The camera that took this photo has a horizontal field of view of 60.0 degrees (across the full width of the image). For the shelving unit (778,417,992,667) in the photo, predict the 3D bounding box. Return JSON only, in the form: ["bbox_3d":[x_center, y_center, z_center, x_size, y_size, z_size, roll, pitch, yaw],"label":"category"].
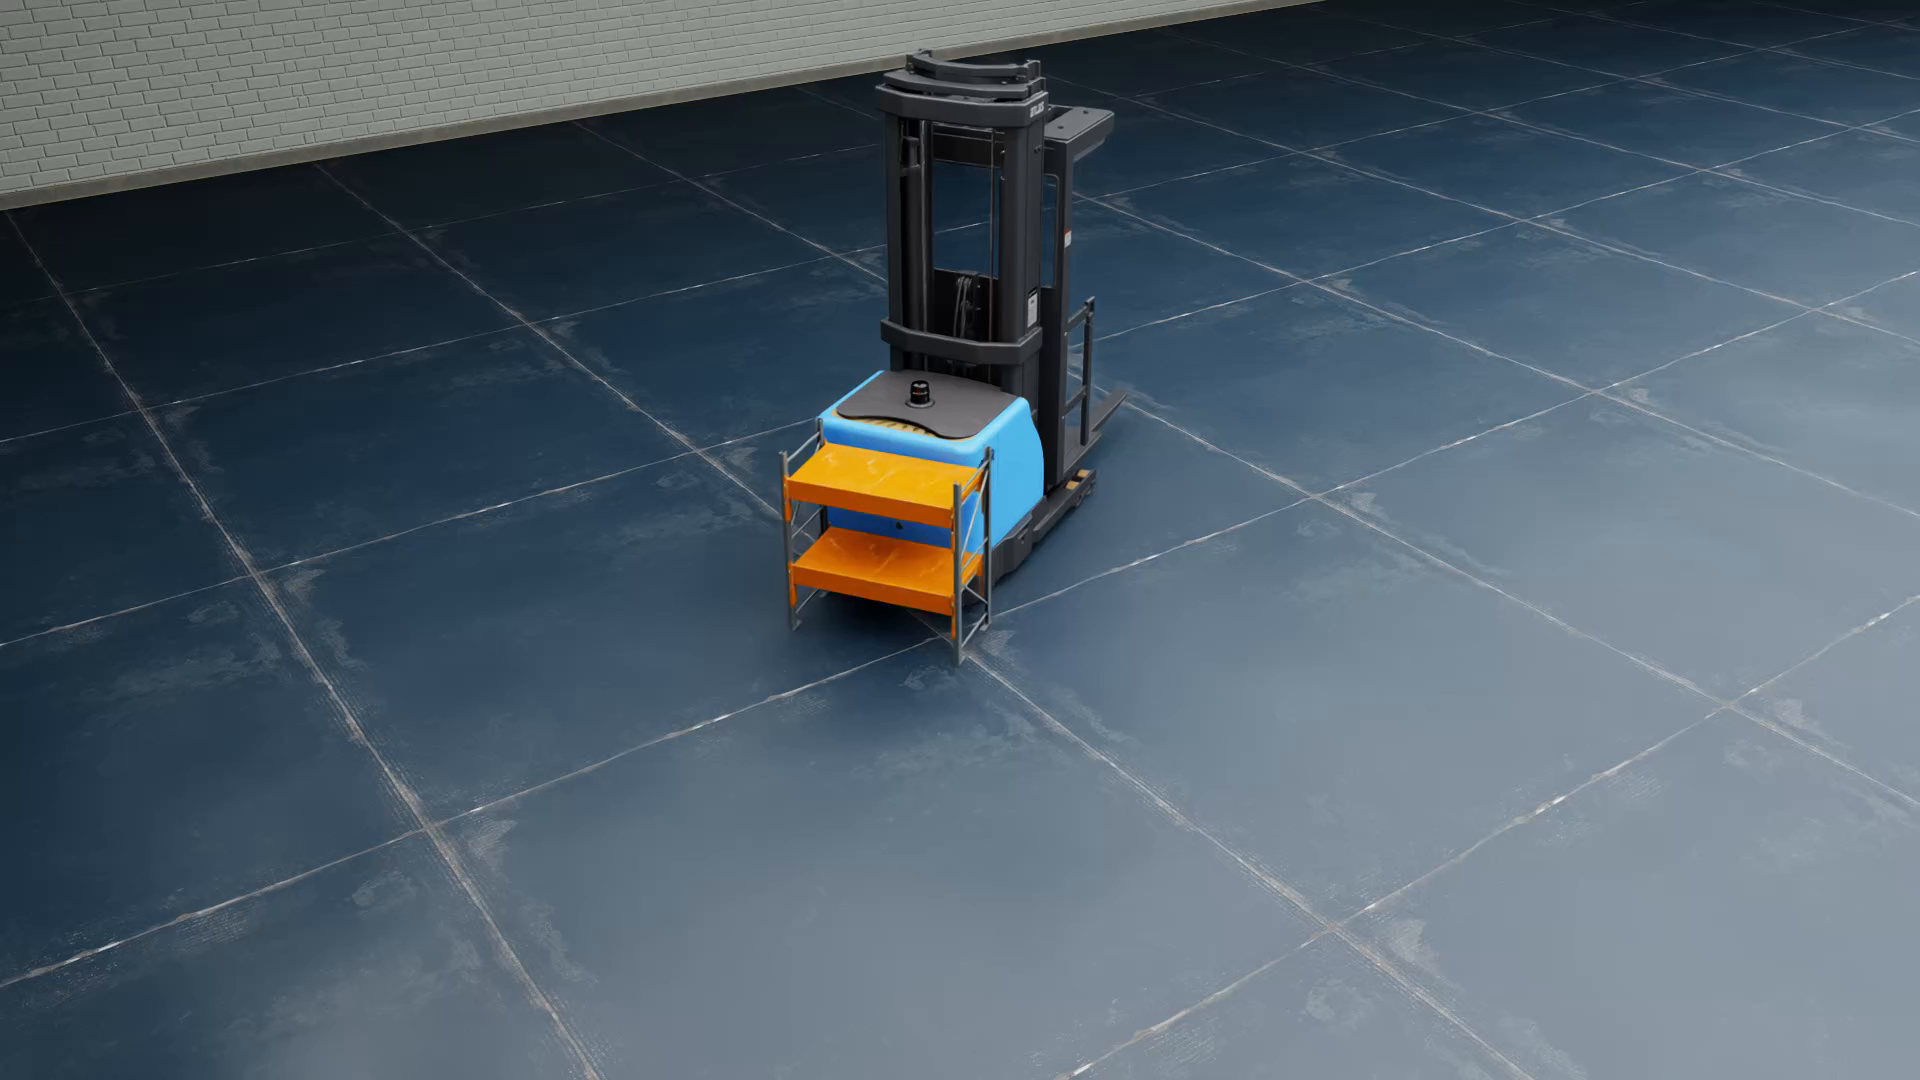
[{"bbox_3d":[-0.402,0.003,9.289,1.048,1.125,0.538,11,31,19],"label":"shelving unit"}]

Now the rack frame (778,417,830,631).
[{"bbox_3d":[-0.876,-0.085,9.452,0.032,1.125,0.500,11,31,19],"label":"rack frame"}]

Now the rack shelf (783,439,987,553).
[{"bbox_3d":[-0.403,-0.253,9.148,1.000,0.278,0.538,11,31,19],"label":"rack shelf"}]

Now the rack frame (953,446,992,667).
[{"bbox_3d":[0.071,0.092,9.125,0.032,1.125,0.500,11,31,19],"label":"rack frame"}]

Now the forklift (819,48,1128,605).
[{"bbox_3d":[0.253,-1.590,10.333,1.130,2.935,3.031,13,31,22],"label":"forklift"}]

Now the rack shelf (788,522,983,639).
[{"bbox_3d":[-0.402,0.218,9.406,1.000,0.278,0.538,11,31,19],"label":"rack shelf"}]
